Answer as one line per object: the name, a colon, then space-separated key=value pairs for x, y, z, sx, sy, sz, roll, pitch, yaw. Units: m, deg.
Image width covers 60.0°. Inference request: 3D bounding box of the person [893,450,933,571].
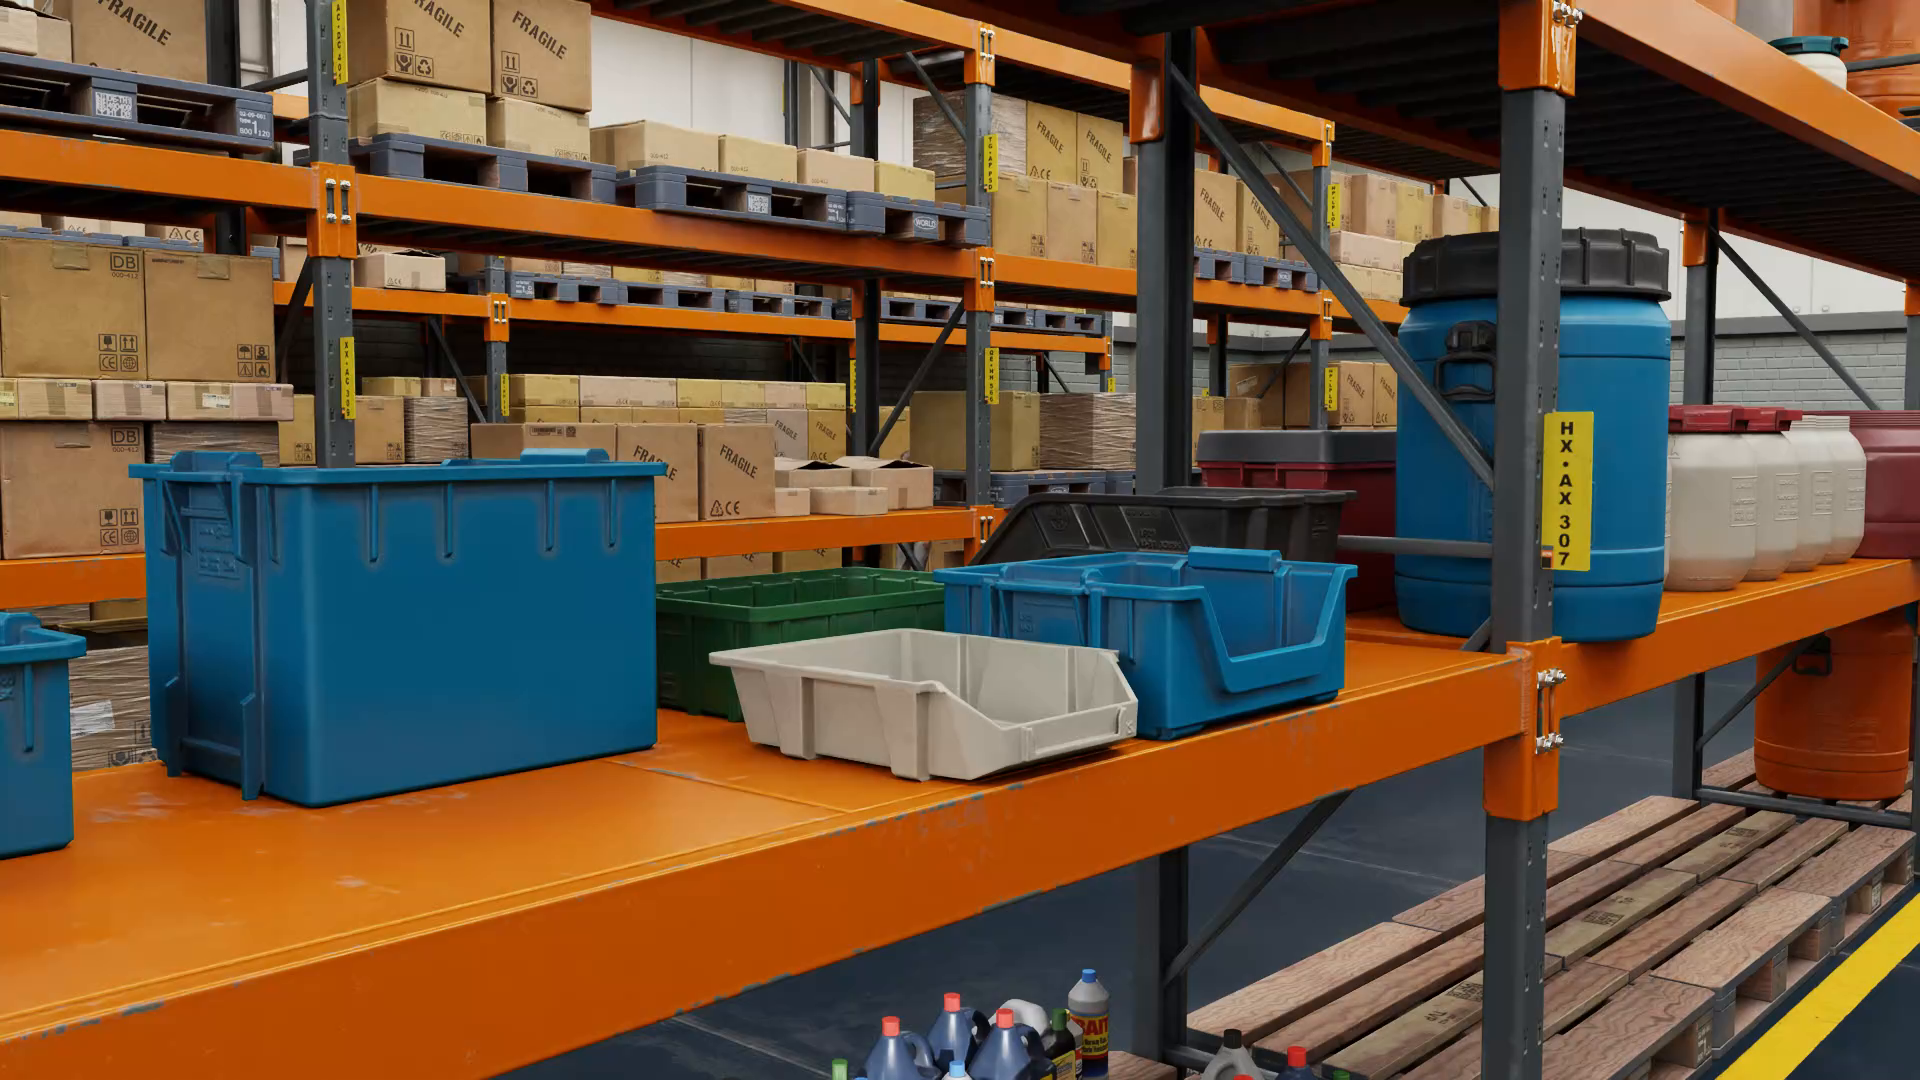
person: x=-0.426 y=-0.023 z=15.093 sx=0.473 sy=1.592 sz=0.366 roll=3 pitch=5 yaw=41
